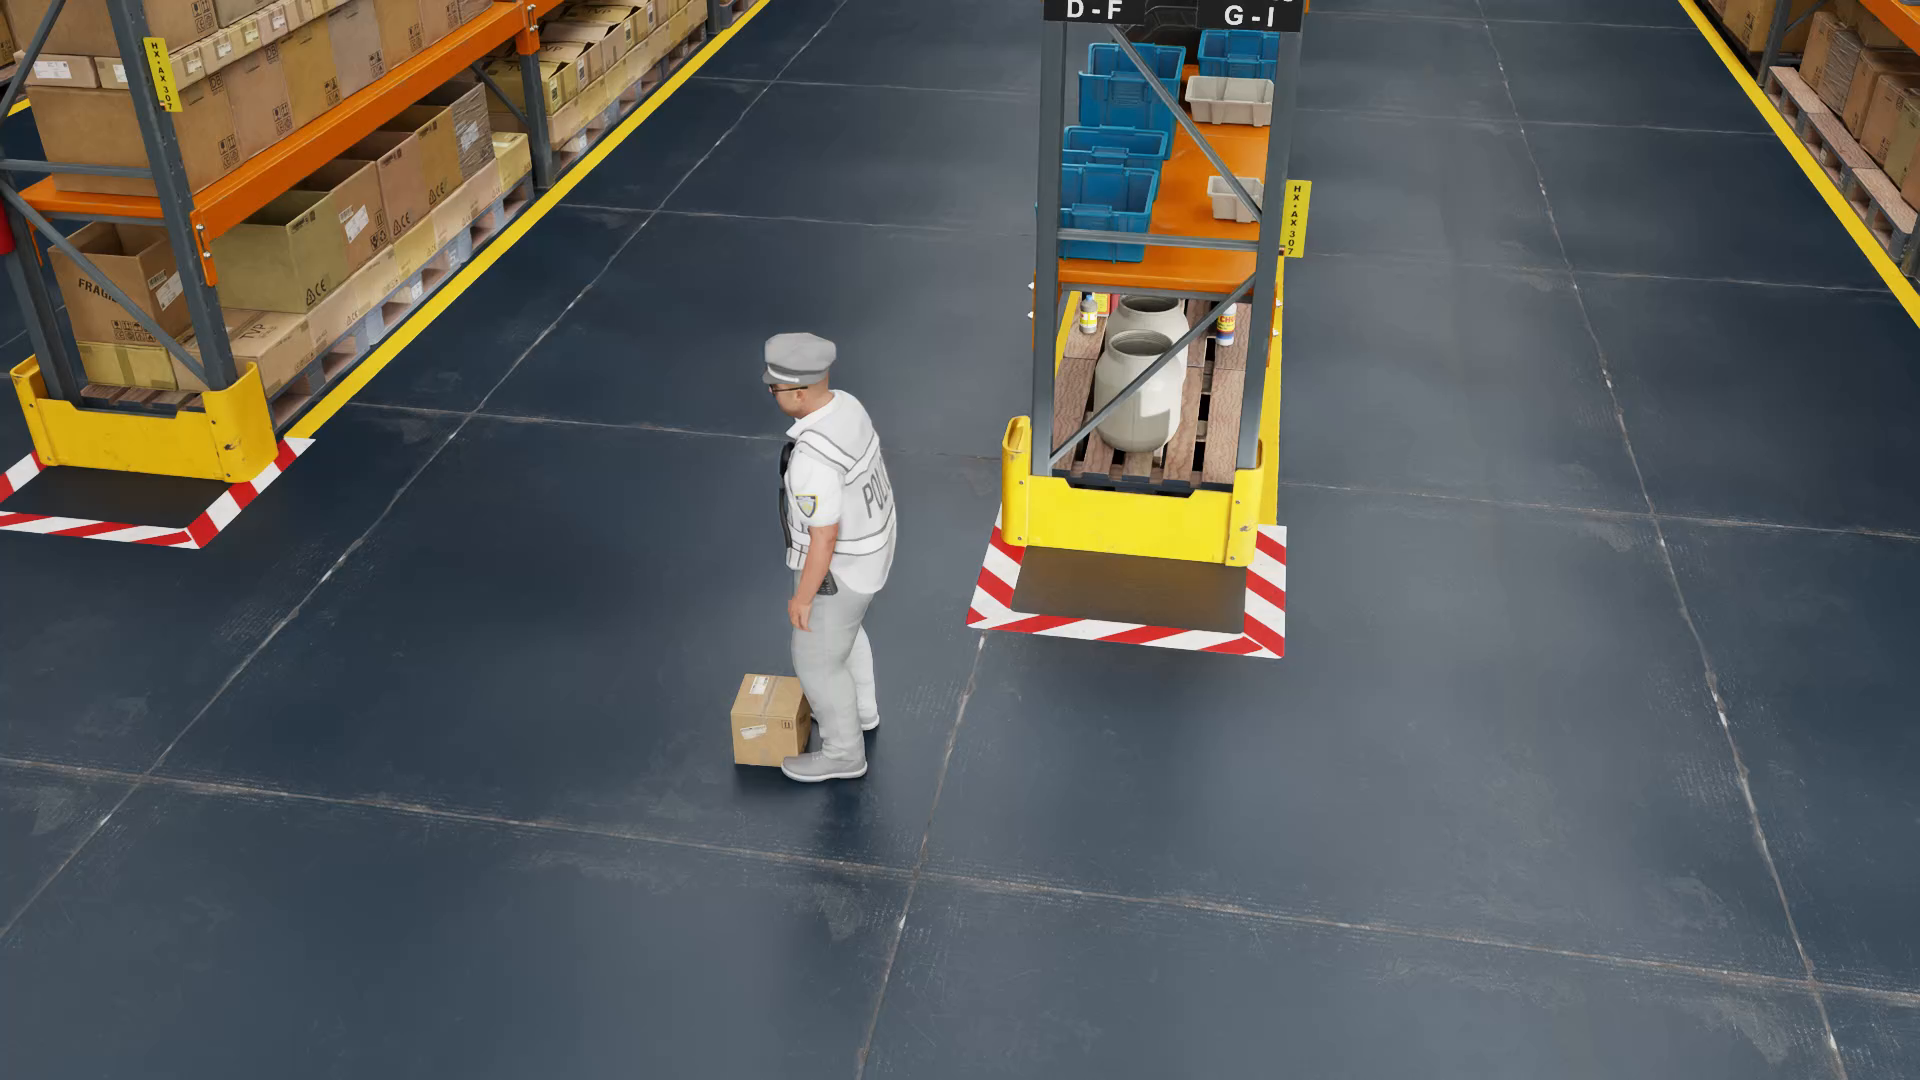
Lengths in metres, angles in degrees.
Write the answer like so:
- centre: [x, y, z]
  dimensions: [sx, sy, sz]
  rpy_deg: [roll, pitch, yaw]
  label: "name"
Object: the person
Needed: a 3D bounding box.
- centre: [-0.456, 0.079, 6.004]
  dimensions: [0.436, 1.748, 0.587]
  rpy_deg: [5, 33, 9]
  label: "person"
